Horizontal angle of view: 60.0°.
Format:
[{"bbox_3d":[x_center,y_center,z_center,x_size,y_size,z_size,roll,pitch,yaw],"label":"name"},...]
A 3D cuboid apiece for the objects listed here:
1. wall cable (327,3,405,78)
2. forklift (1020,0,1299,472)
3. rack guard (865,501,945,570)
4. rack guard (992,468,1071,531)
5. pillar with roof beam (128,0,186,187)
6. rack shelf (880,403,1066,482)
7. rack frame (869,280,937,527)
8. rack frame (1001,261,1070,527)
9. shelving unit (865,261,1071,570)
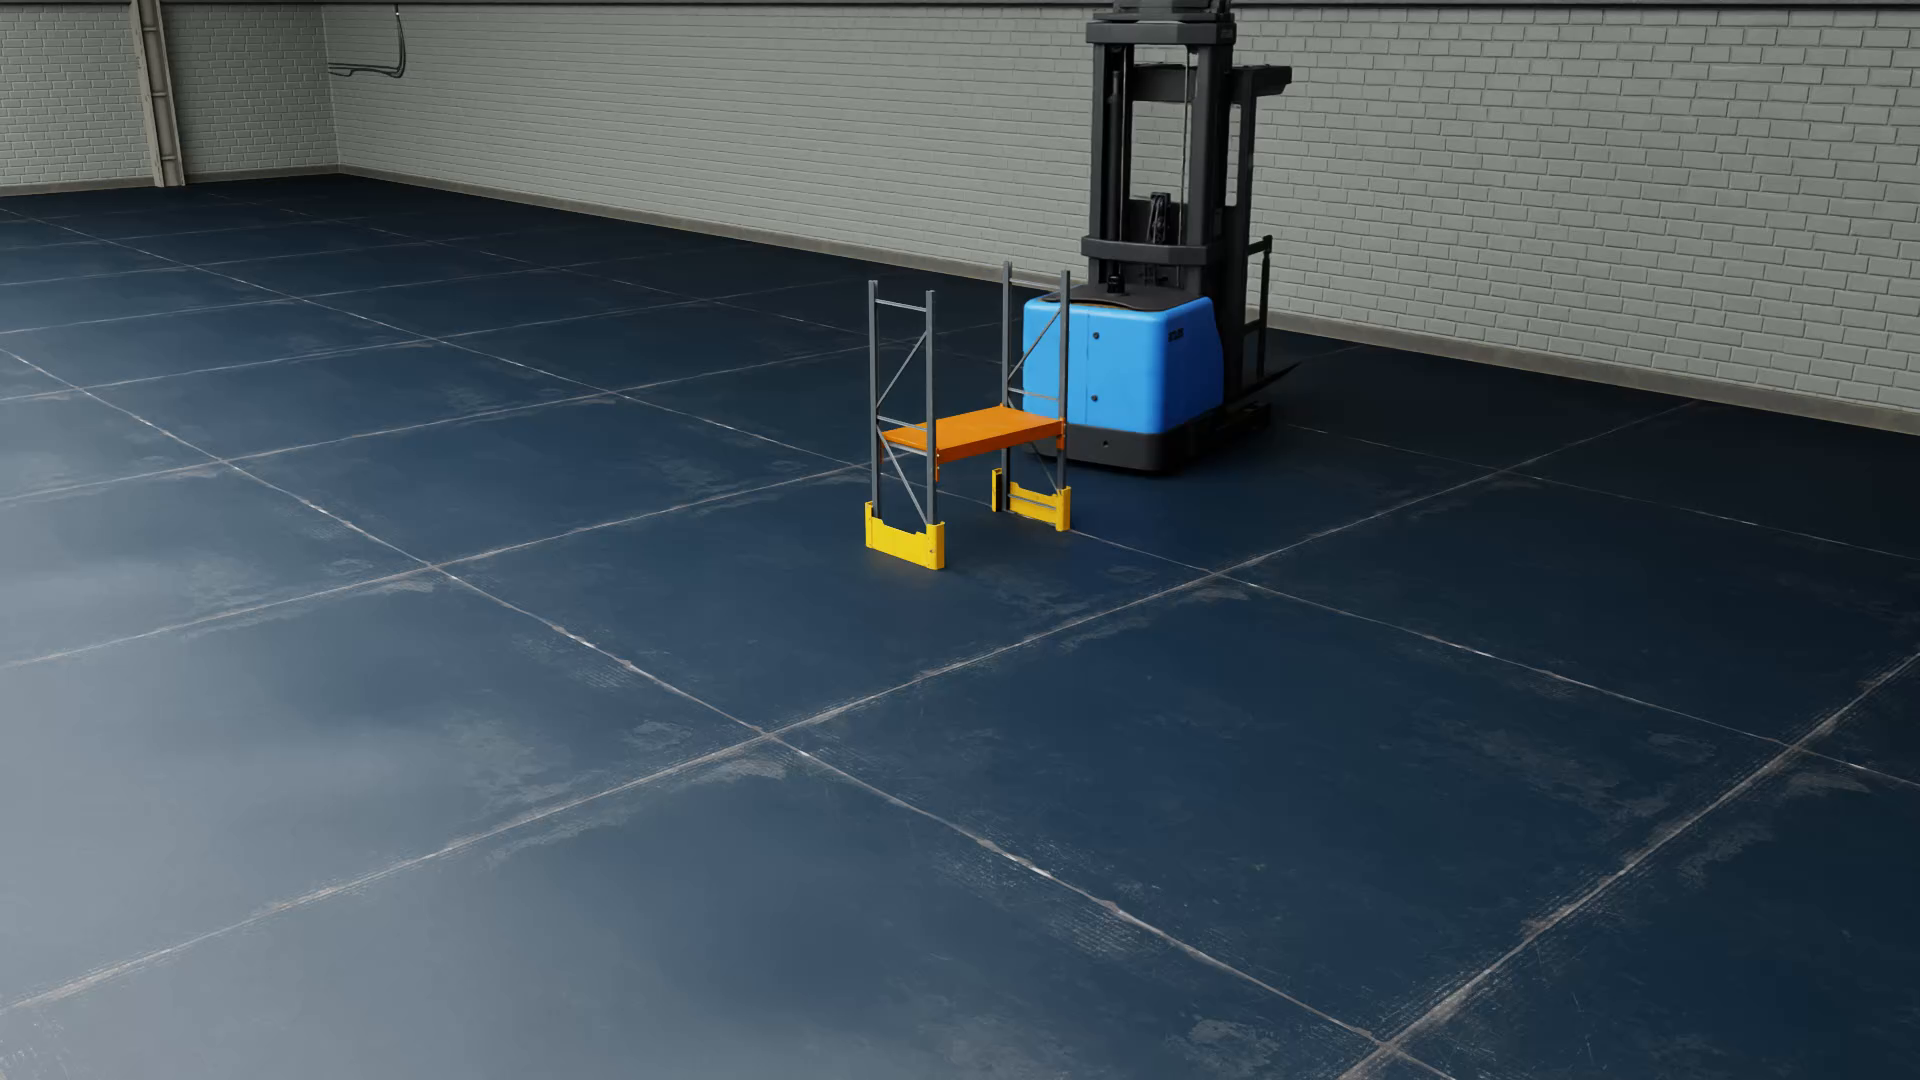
[{"bbox_3d":[-10.106,-9.036,27.797,0.112,2.526,3.097,-16,24,-41],"label":"wall cable"},{"bbox_3d":[1.594,-2.237,11.632,1.130,2.935,3.031,11,21,30],"label":"forklift"},{"bbox_3d":[-0.306,-0.030,9.171,0.087,0.250,0.587,-16,24,-41],"label":"rack guard"},{"bbox_3d":[0.417,-0.241,9.821,0.087,0.250,0.587,-16,24,-41],"label":"rack guard"},{"bbox_3d":[-10.198,-9.220,23.331,0.400,9.000,9.100,-16,24,-41],"label":"pillar with roof beam"},{"bbox_3d":[0.062,-0.560,9.365,1.000,0.185,0.538,-16,24,-41],"label":"rack shelf"},{"bbox_3d":[-0.307,-0.624,8.977,0.032,1.500,0.500,-16,24,-41],"label":"rack frame"},{"bbox_3d":[0.431,-0.839,9.641,0.032,1.500,0.500,-16,24,-41],"label":"rack frame"},{"bbox_3d":[0.055,-0.730,9.303,1.083,1.500,0.587,-16,24,-41],"label":"shelving unit"}]
